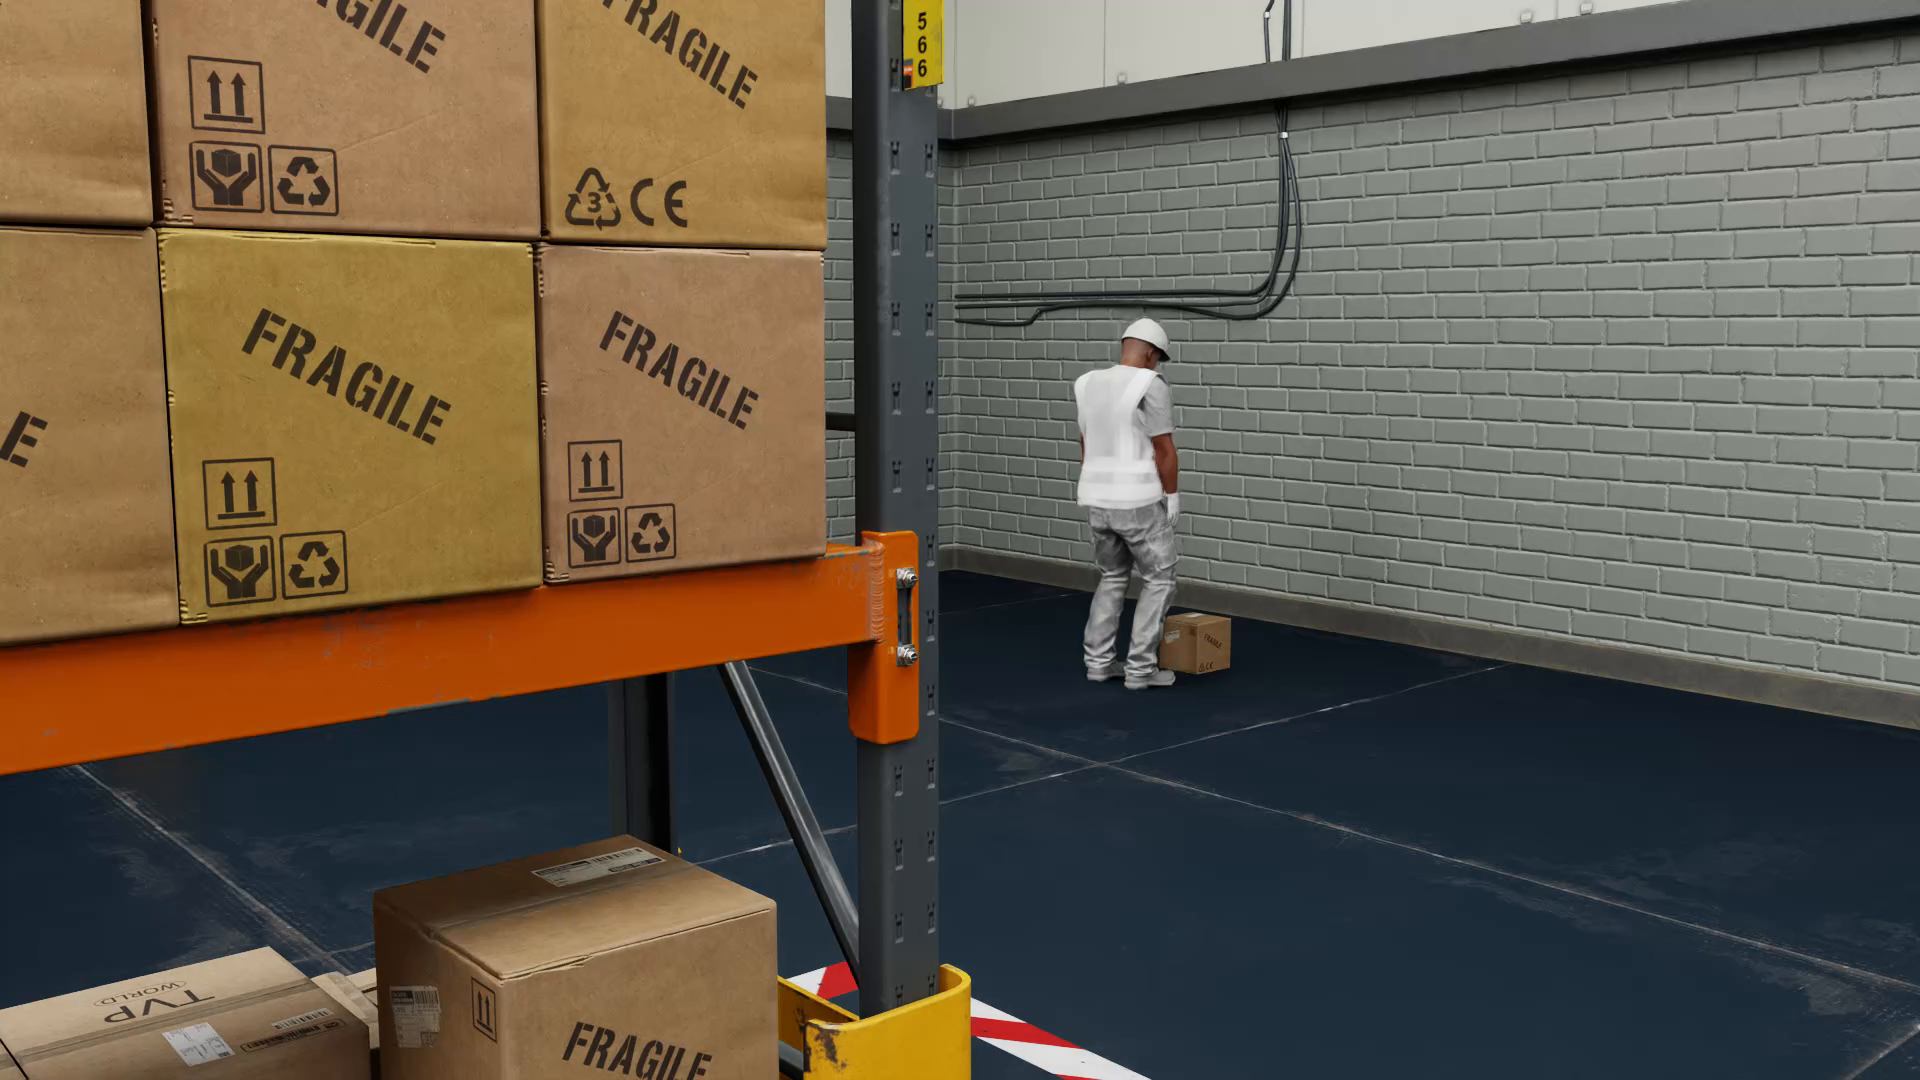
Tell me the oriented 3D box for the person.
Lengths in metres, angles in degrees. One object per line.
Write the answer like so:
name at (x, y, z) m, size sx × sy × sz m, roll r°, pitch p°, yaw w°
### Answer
person at (0.792, -0.180, 7.855) m, size 0.477 × 1.721 × 0.576 m, roll -6°, pitch 9°, yaw -39°
